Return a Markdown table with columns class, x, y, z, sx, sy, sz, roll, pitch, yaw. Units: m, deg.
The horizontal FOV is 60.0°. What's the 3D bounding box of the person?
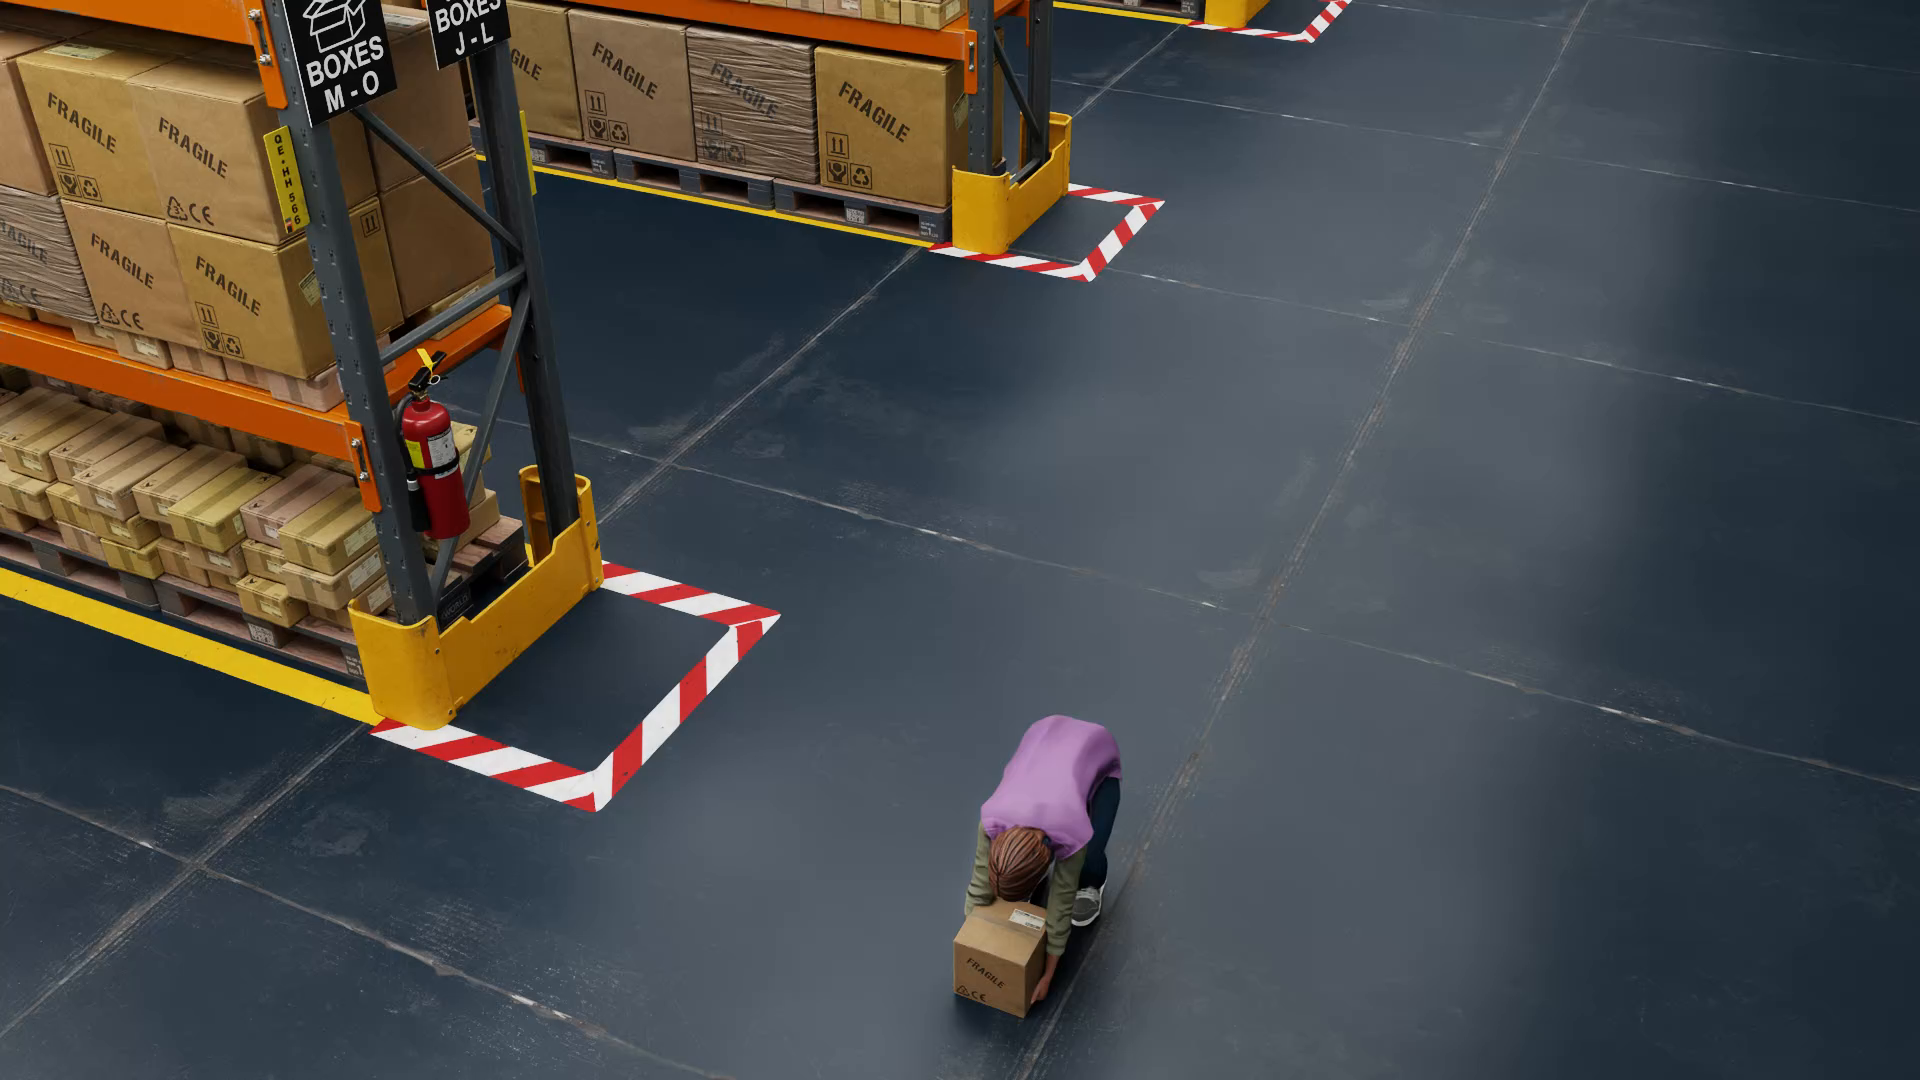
| class | x | y | z | sx | sy | sz | roll | pitch | yaw |
| --- | --- | --- | --- | --- | --- | --- | --- | --- | --- |
| person | 0.279 | 1.016 | 5.475 | 0.417 | 0.707 | 0.867 | 14 | 36 | 19 |
